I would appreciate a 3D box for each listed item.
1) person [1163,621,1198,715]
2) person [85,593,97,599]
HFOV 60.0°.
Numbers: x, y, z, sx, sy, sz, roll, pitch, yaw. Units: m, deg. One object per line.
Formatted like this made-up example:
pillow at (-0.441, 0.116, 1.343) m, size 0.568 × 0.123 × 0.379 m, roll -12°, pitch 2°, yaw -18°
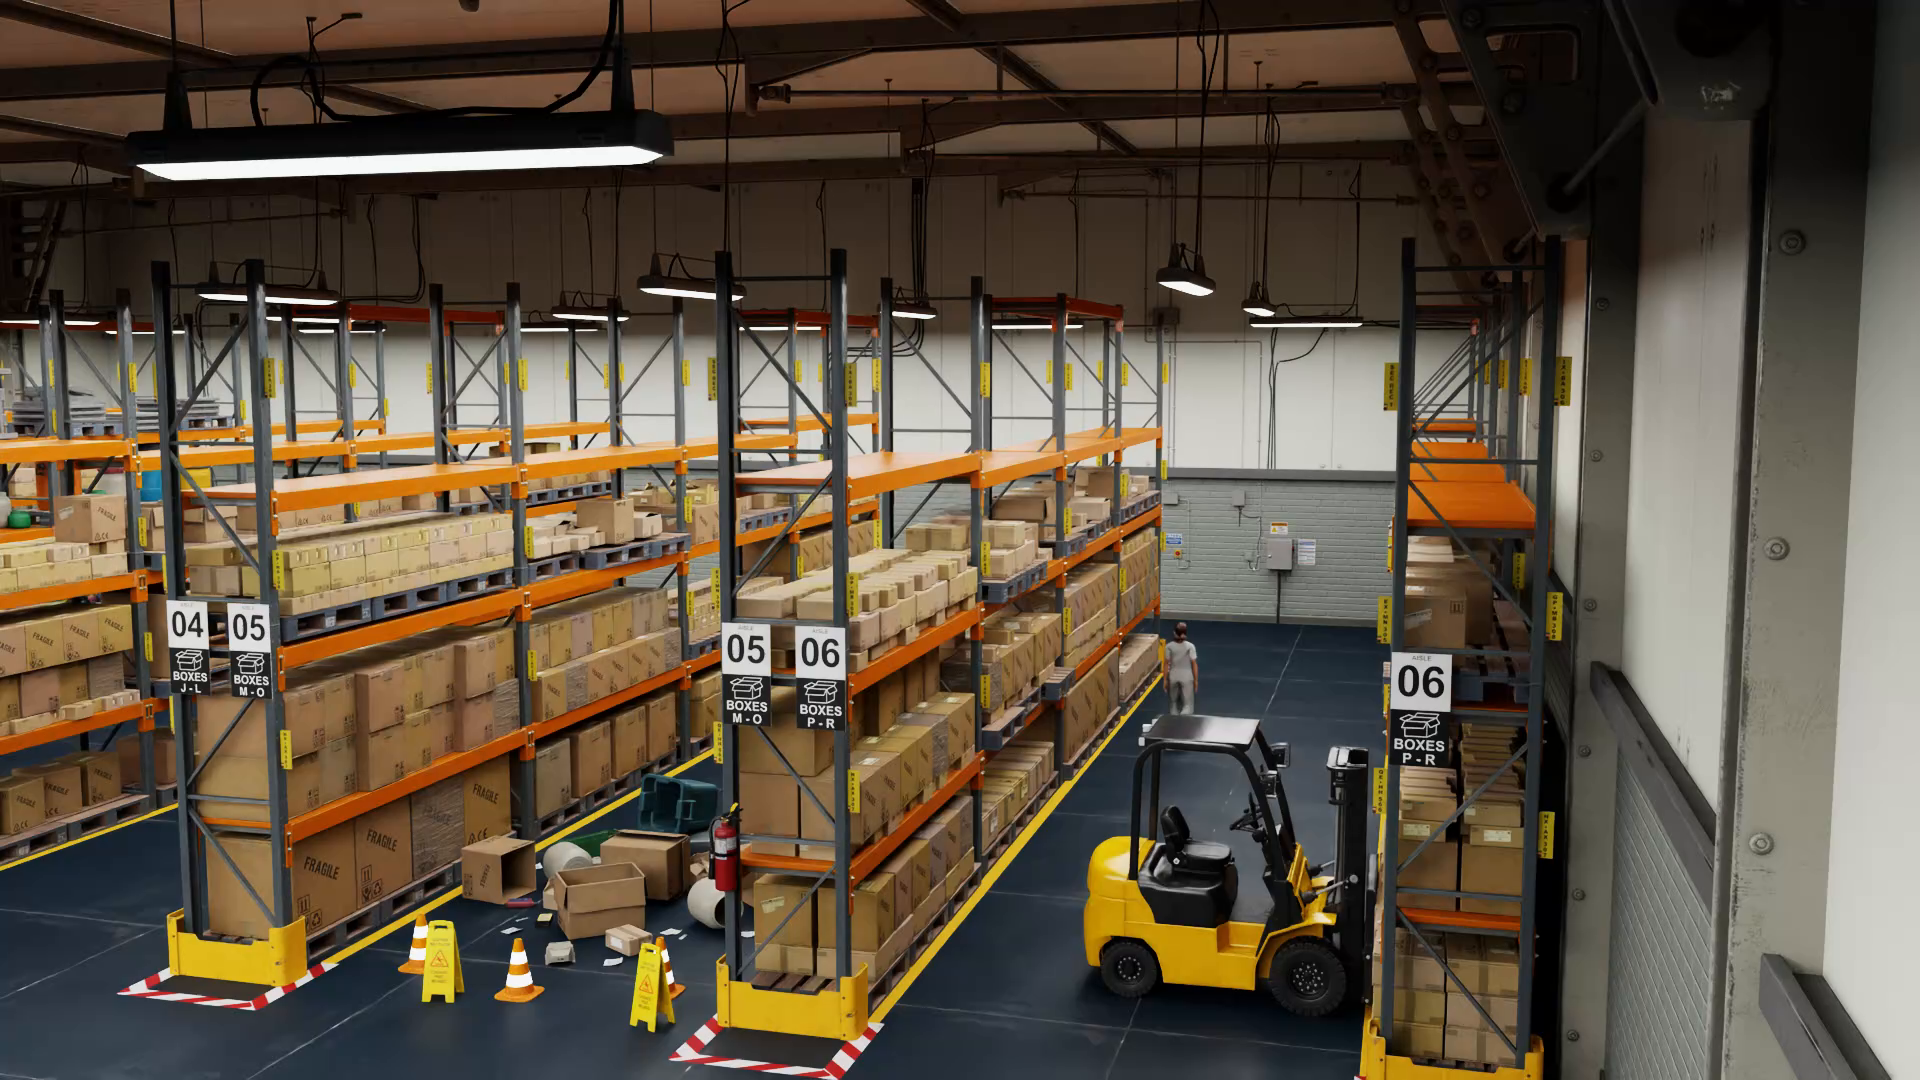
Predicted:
person at (3.003, 1.949, 22.639) m, size 0.492 × 1.672 × 0.499 m, roll 2°, pitch 6°, yaw 19°
person at (-14.320, 1.357, 27.578) m, size 0.688 × 1.725 × 1.034 m, roll 2°, pitch 6°, yaw 16°
